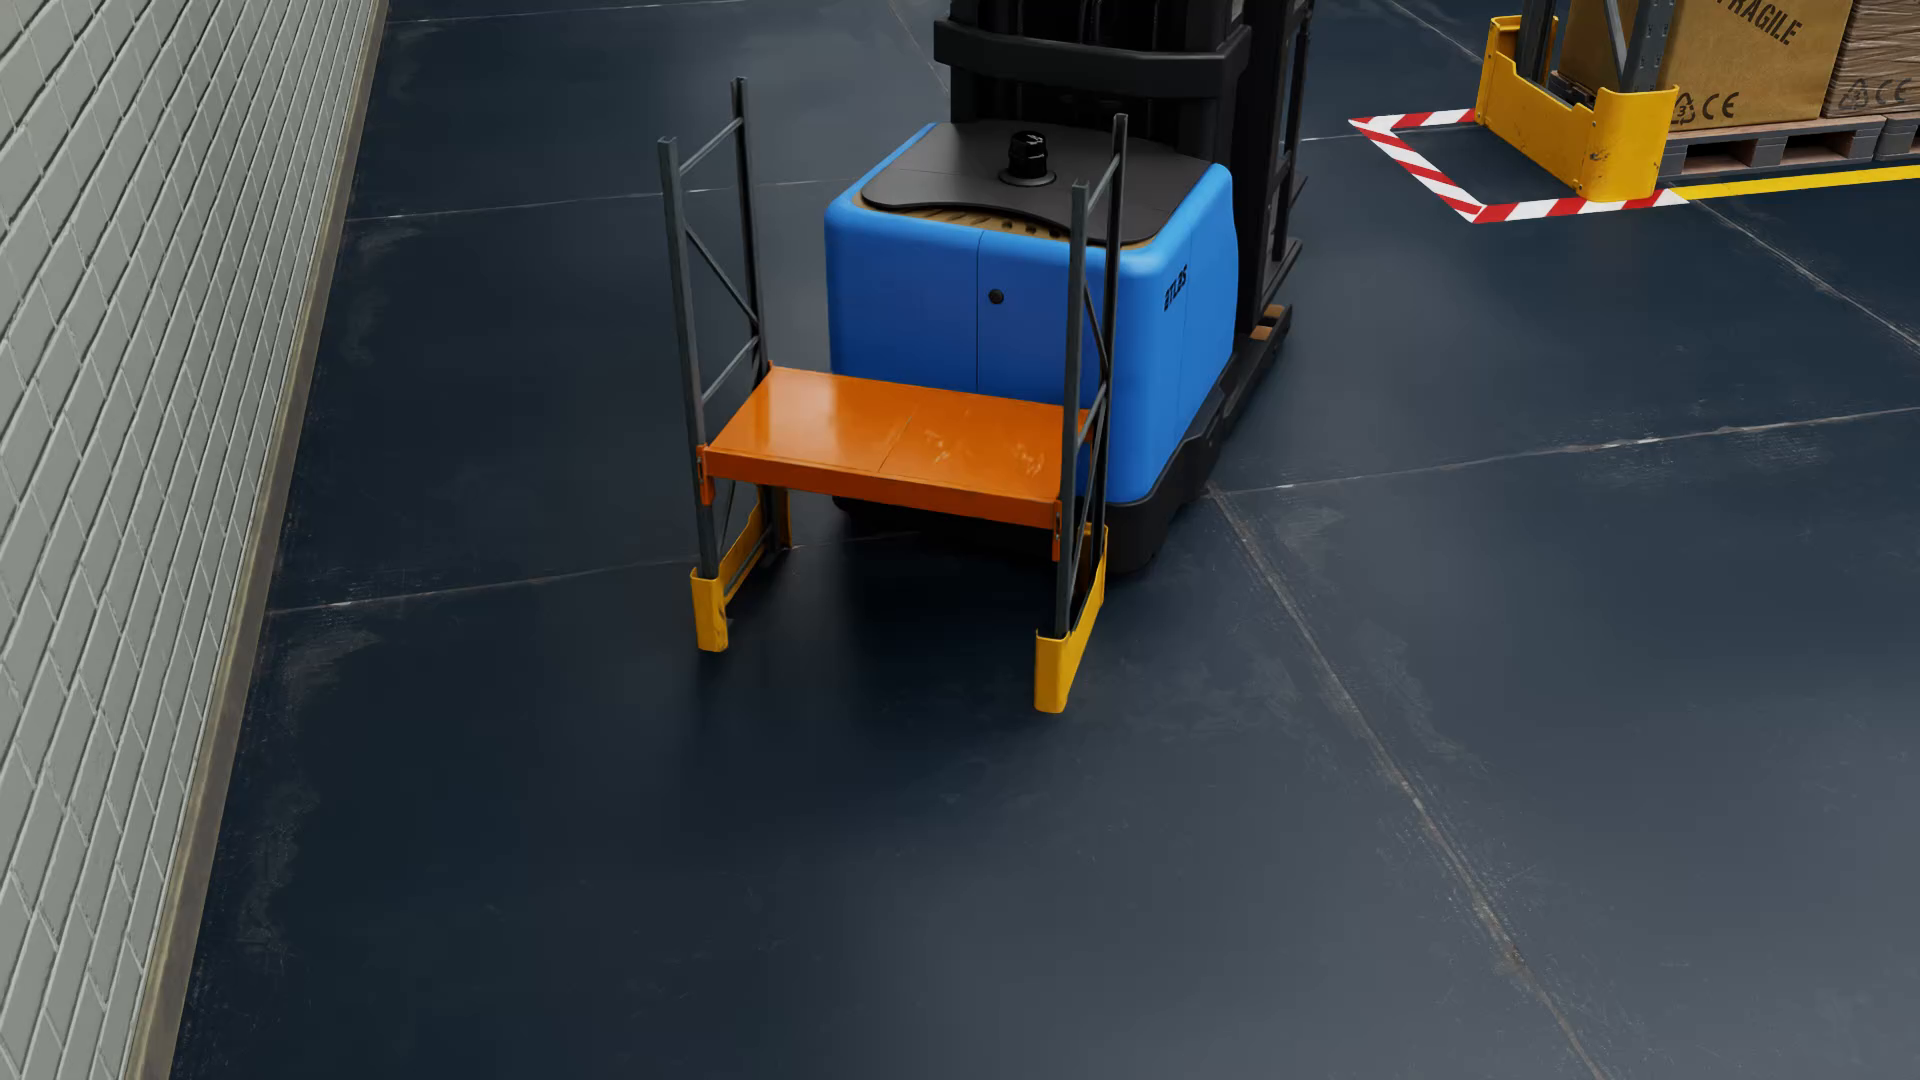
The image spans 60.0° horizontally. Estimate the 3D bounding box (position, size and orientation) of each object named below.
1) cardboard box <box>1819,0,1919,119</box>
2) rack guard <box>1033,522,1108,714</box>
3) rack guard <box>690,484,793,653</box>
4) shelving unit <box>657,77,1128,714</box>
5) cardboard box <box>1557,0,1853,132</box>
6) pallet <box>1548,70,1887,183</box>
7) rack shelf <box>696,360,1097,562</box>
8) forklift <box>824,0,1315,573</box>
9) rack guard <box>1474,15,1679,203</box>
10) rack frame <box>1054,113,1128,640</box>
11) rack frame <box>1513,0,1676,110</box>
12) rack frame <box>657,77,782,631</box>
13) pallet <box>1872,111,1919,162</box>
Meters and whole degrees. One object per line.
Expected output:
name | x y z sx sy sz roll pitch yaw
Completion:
cardboard box | 4.404 -2.631 8.009 0.875 0.875 0.875 -7 35 -11
rack guard | 0.317 0.211 4.711 0.087 0.250 0.587 9 35 13
rack guard | -0.640 0.058 4.939 0.087 0.250 0.587 9 35 13
shelving unit | -0.162 -0.384 4.476 1.083 1.500 0.587 9 35 13
cardboard box | 3.516 -2.520 7.843 0.875 0.875 0.875 -7 35 -11
pallet | 3.672 -2.088 8.172 1.213 0.211 1.003 -7 35 -11
rack shelf | -0.153 -0.233 4.575 1.000 0.185 0.538 9 35 13
forklift | 0.621 -1.931 5.497 1.130 2.935 3.031 13 36 18
rack guard | 2.886 -2.064 7.878 0.348 0.500 1.175 -7 35 -11
rack frame | 0.336 -0.305 4.358 0.032 1.500 0.500 9 35 13
rack frame | 2.909 -3.105 7.185 0.127 3.000 1.000 -7 35 -11
rack frame | -0.642 -0.461 4.591 0.032 1.500 0.500 9 35 13
pallet | 4.860 -2.236 8.393 1.213 0.211 1.003 -7 35 -11
